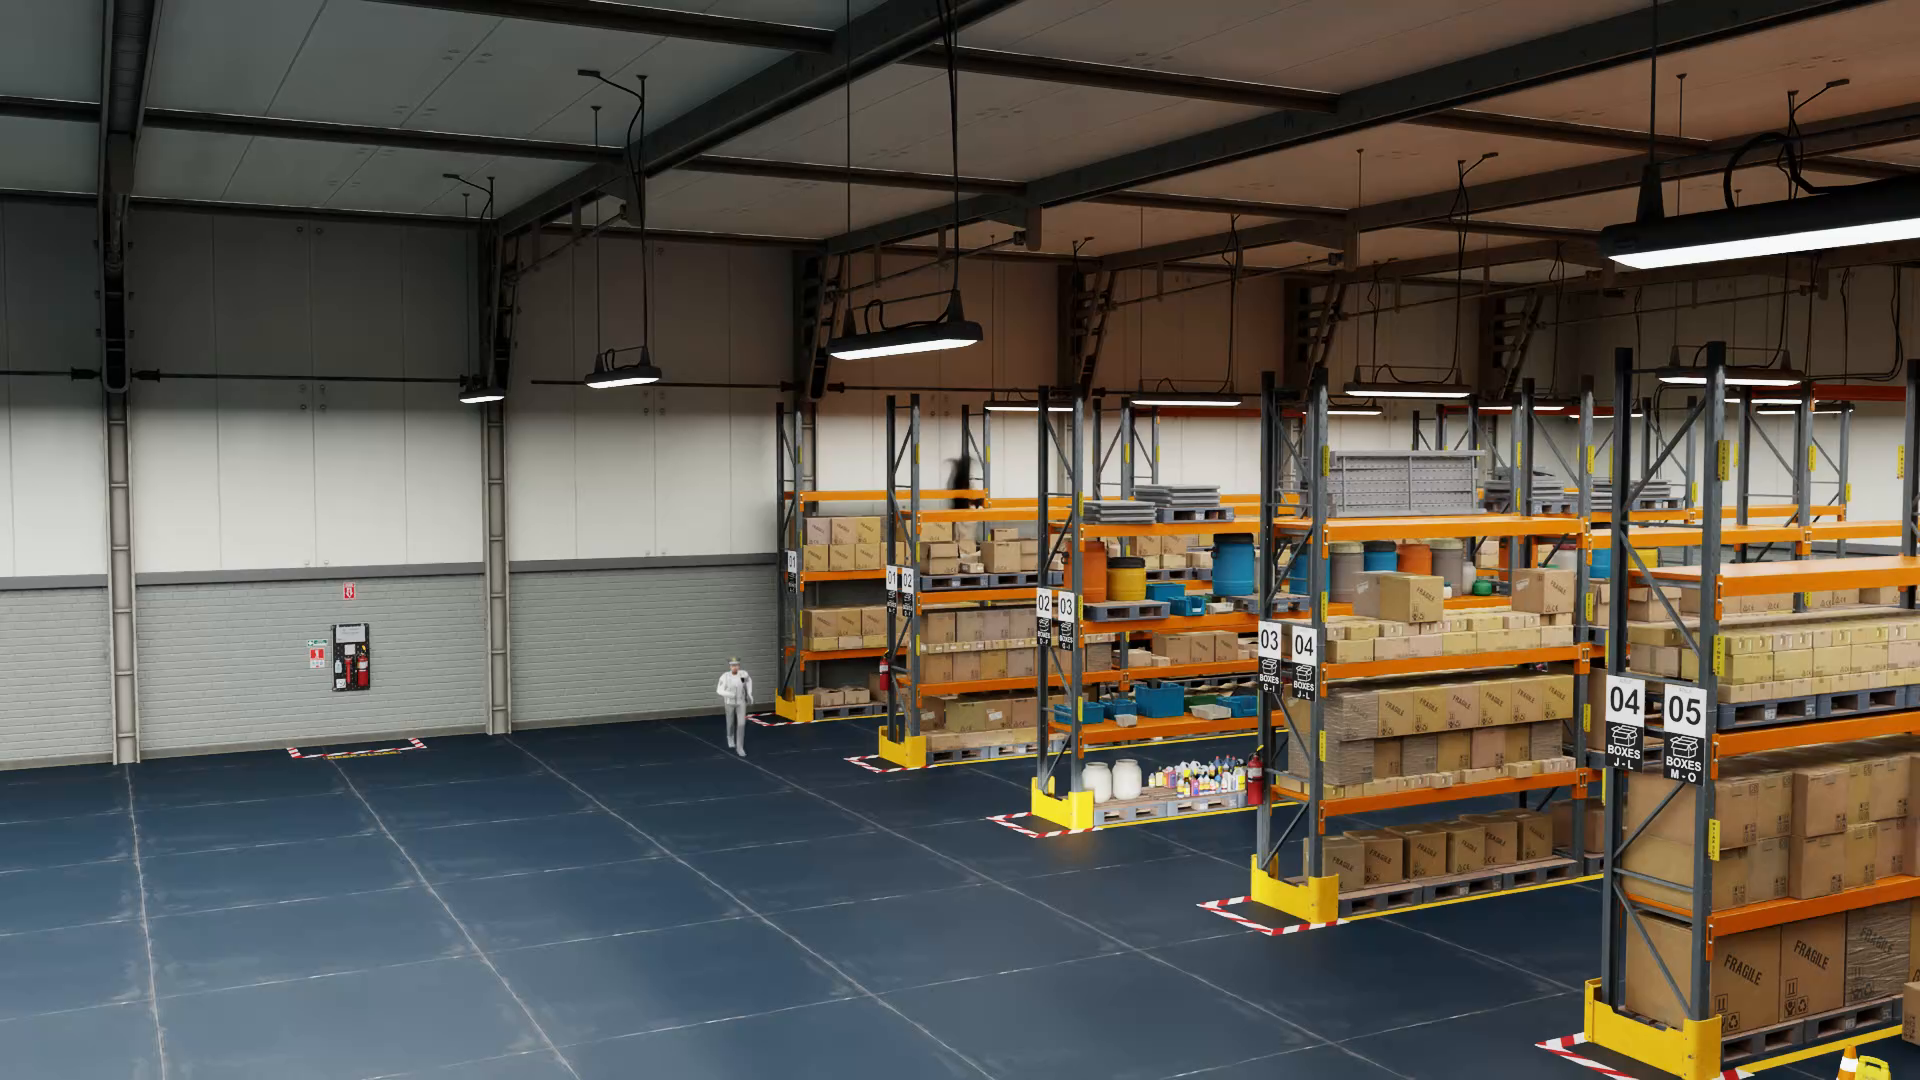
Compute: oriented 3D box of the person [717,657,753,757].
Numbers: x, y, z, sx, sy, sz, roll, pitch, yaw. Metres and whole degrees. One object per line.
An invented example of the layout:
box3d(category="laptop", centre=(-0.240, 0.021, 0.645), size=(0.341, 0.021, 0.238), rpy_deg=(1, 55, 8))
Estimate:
box3d(category="person", centre=(-3.781, 2.760, 27.940), size=(0.604, 1.658, 0.938), rpy_deg=(-1, 3, -11))
